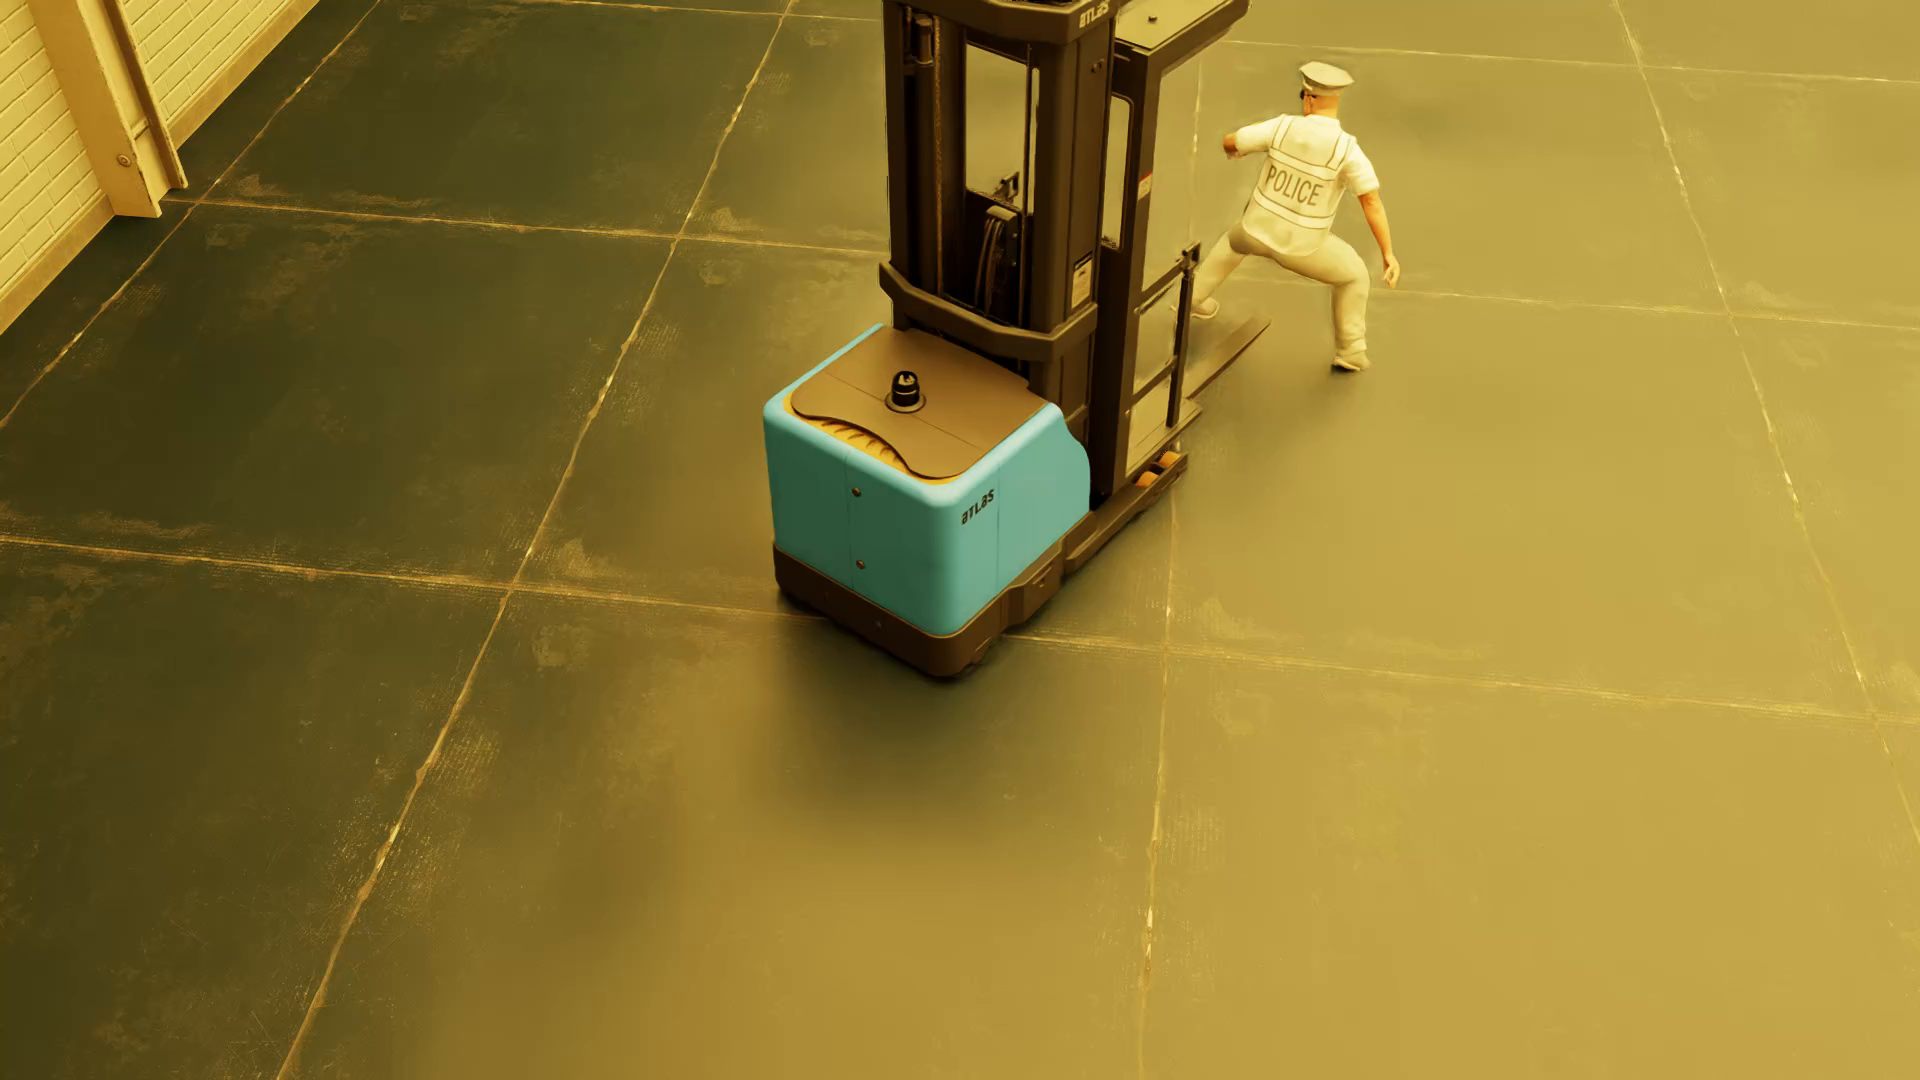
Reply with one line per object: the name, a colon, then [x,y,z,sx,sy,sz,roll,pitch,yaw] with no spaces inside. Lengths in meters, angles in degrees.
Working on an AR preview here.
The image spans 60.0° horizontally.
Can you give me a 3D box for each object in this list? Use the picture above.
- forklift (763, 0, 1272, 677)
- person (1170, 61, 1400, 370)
forklift: [0.464,-1.434,7.285,1.130,2.935,3.031,28,49,27]
person: [1.761,-1.574,8.499,1.186,1.686,0.559,27,49,27]
